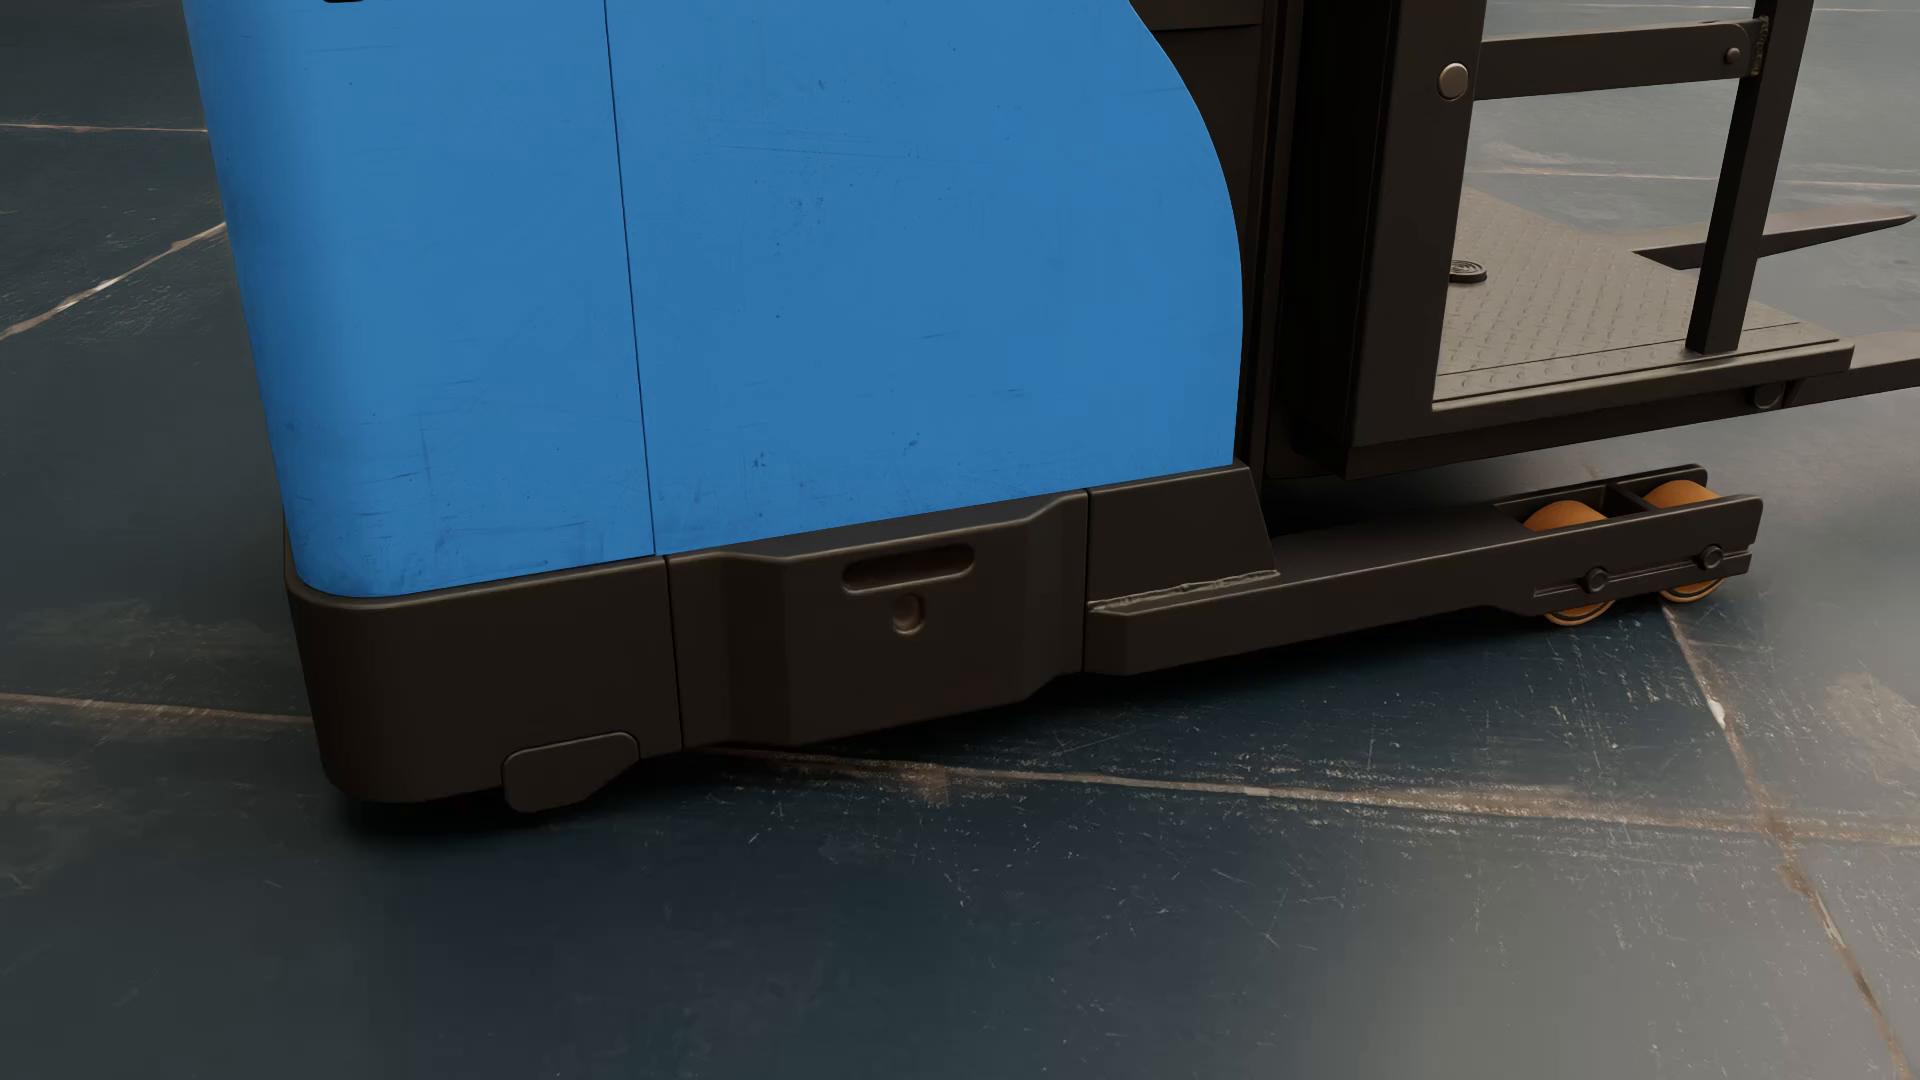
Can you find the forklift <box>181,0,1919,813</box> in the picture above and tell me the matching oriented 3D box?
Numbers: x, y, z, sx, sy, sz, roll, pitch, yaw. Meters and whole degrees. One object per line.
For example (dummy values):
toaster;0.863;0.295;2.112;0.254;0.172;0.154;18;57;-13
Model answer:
forklift;0.572;-1.406;2.035;3.031;2.935;1.130;-9;28;-18
